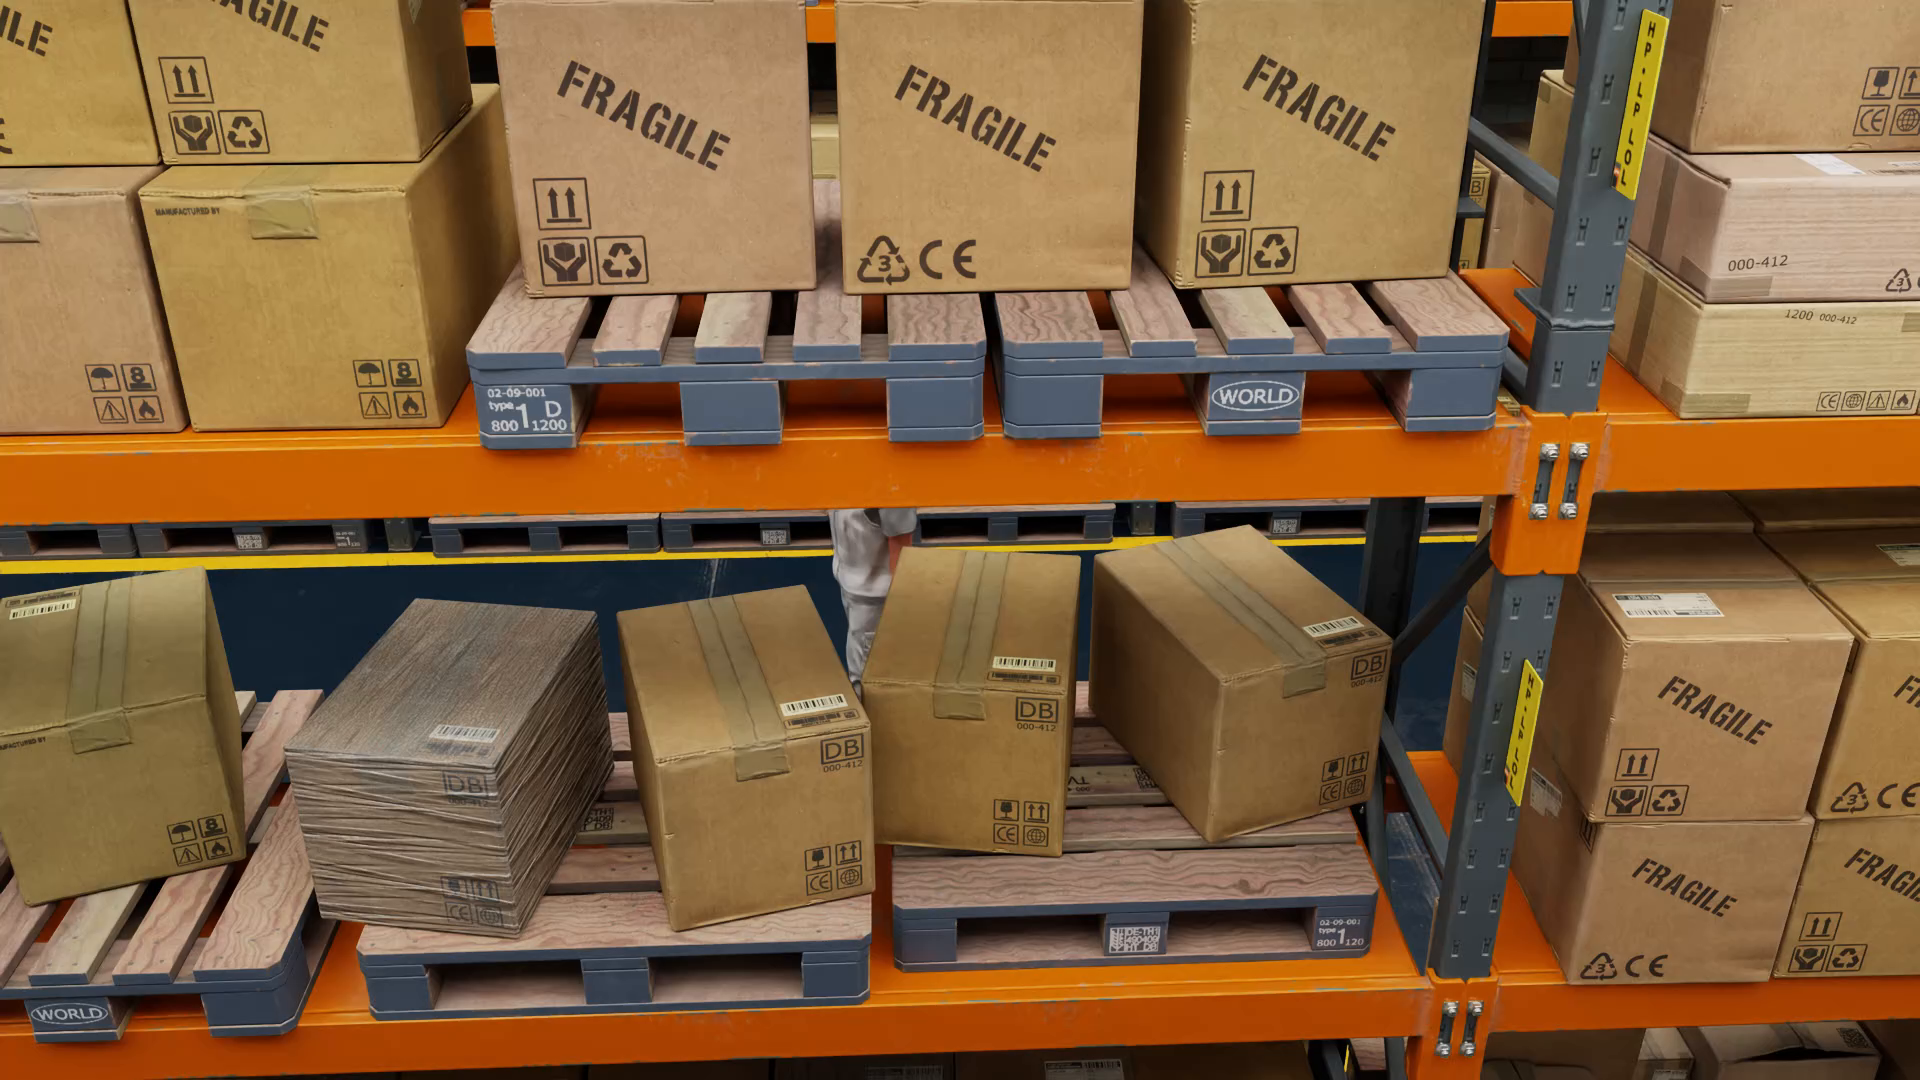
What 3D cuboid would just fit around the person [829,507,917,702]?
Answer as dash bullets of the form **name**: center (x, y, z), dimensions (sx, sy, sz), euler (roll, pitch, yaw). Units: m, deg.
- **person**: center (-0.421, 0.189, 6.716), dimensions (0.559, 1.789, 0.569), euler (-10, 29, -18)
